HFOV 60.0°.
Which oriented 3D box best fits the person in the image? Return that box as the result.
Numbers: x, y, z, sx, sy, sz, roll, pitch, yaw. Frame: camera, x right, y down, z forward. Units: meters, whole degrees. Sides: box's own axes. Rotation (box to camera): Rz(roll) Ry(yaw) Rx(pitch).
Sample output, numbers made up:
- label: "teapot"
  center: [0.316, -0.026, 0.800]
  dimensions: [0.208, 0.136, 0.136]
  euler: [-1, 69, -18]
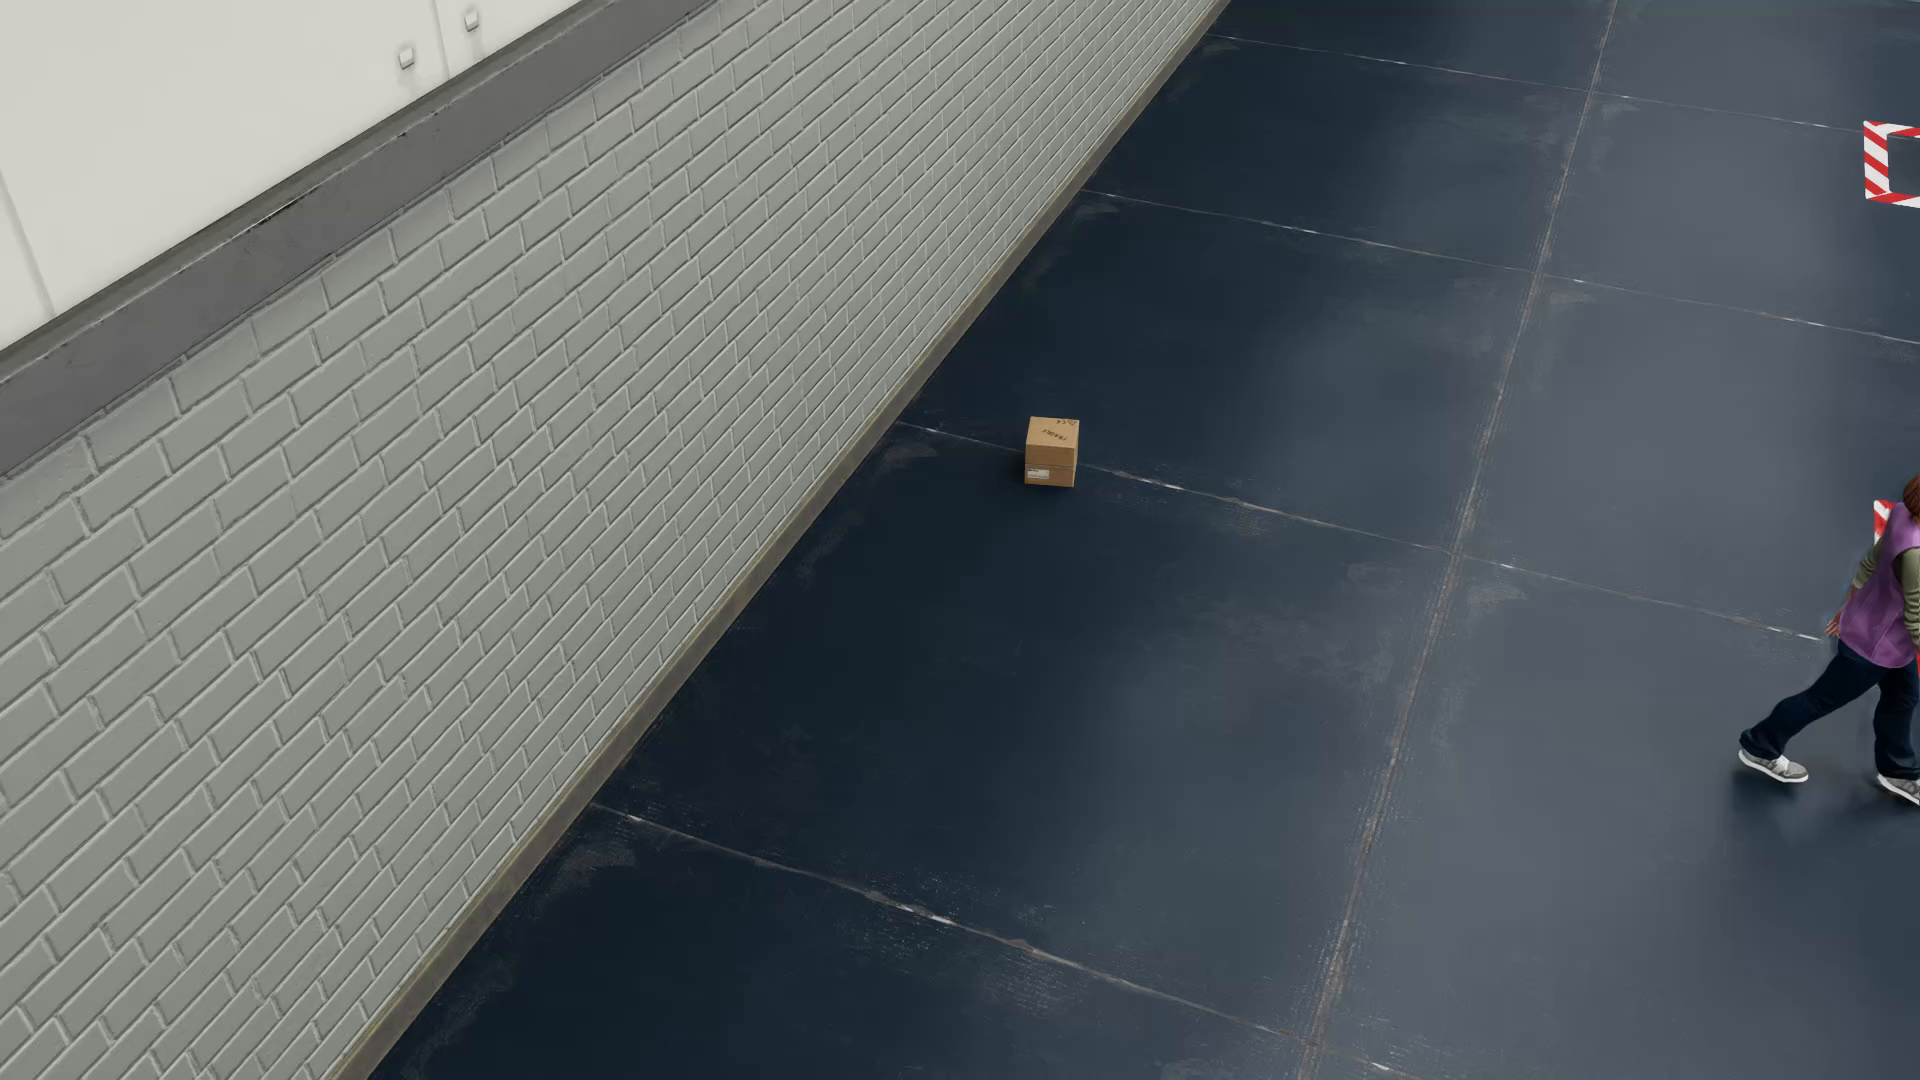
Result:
- label: "person"
  center: [3.565, 0.404, 6.303]
  dimensions: [0.794, 1.590, 0.408]
  euler: [18, 42, 22]
